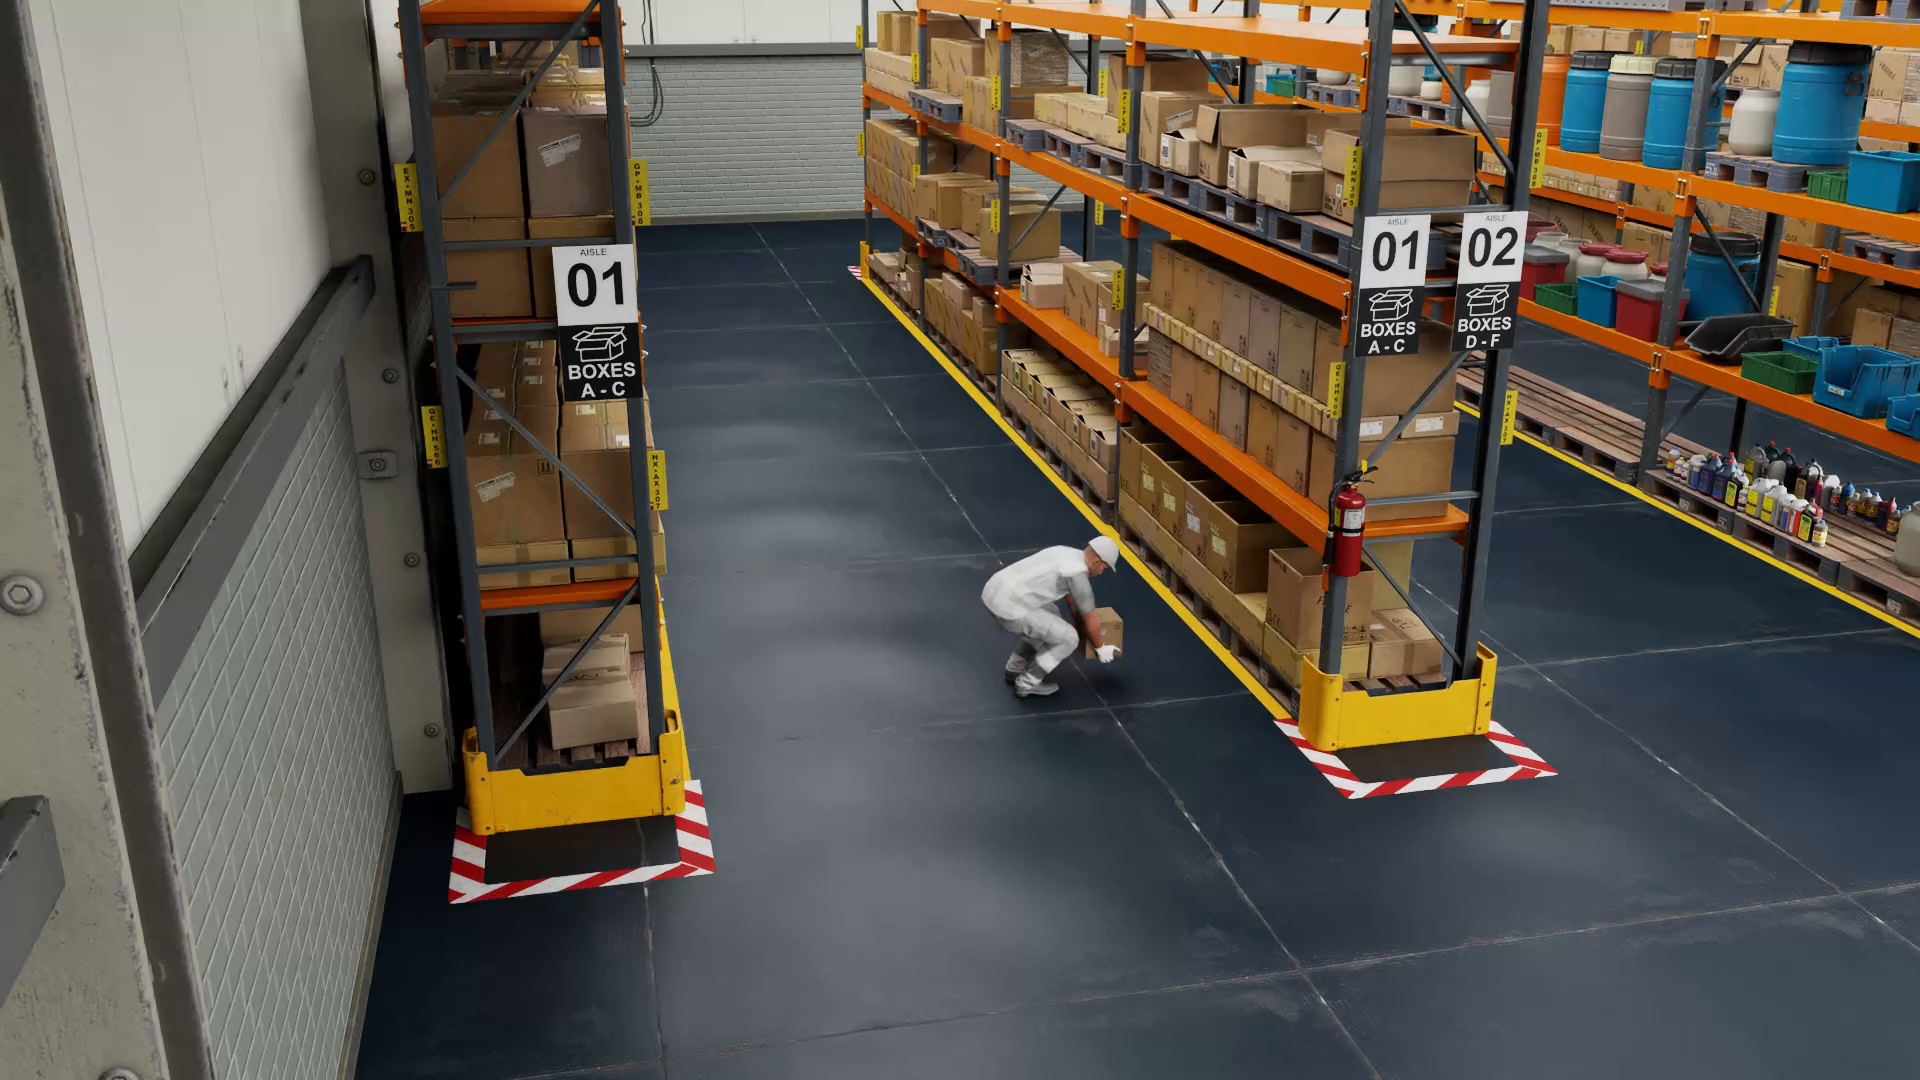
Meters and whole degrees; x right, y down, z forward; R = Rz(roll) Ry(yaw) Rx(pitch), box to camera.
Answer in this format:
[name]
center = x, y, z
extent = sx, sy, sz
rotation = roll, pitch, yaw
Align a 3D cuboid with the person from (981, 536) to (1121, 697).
[person]
center = 0.598, 0.486, 10.866
extent = 0.921, 0.988, 0.532
rotation = -5, 20, -14
